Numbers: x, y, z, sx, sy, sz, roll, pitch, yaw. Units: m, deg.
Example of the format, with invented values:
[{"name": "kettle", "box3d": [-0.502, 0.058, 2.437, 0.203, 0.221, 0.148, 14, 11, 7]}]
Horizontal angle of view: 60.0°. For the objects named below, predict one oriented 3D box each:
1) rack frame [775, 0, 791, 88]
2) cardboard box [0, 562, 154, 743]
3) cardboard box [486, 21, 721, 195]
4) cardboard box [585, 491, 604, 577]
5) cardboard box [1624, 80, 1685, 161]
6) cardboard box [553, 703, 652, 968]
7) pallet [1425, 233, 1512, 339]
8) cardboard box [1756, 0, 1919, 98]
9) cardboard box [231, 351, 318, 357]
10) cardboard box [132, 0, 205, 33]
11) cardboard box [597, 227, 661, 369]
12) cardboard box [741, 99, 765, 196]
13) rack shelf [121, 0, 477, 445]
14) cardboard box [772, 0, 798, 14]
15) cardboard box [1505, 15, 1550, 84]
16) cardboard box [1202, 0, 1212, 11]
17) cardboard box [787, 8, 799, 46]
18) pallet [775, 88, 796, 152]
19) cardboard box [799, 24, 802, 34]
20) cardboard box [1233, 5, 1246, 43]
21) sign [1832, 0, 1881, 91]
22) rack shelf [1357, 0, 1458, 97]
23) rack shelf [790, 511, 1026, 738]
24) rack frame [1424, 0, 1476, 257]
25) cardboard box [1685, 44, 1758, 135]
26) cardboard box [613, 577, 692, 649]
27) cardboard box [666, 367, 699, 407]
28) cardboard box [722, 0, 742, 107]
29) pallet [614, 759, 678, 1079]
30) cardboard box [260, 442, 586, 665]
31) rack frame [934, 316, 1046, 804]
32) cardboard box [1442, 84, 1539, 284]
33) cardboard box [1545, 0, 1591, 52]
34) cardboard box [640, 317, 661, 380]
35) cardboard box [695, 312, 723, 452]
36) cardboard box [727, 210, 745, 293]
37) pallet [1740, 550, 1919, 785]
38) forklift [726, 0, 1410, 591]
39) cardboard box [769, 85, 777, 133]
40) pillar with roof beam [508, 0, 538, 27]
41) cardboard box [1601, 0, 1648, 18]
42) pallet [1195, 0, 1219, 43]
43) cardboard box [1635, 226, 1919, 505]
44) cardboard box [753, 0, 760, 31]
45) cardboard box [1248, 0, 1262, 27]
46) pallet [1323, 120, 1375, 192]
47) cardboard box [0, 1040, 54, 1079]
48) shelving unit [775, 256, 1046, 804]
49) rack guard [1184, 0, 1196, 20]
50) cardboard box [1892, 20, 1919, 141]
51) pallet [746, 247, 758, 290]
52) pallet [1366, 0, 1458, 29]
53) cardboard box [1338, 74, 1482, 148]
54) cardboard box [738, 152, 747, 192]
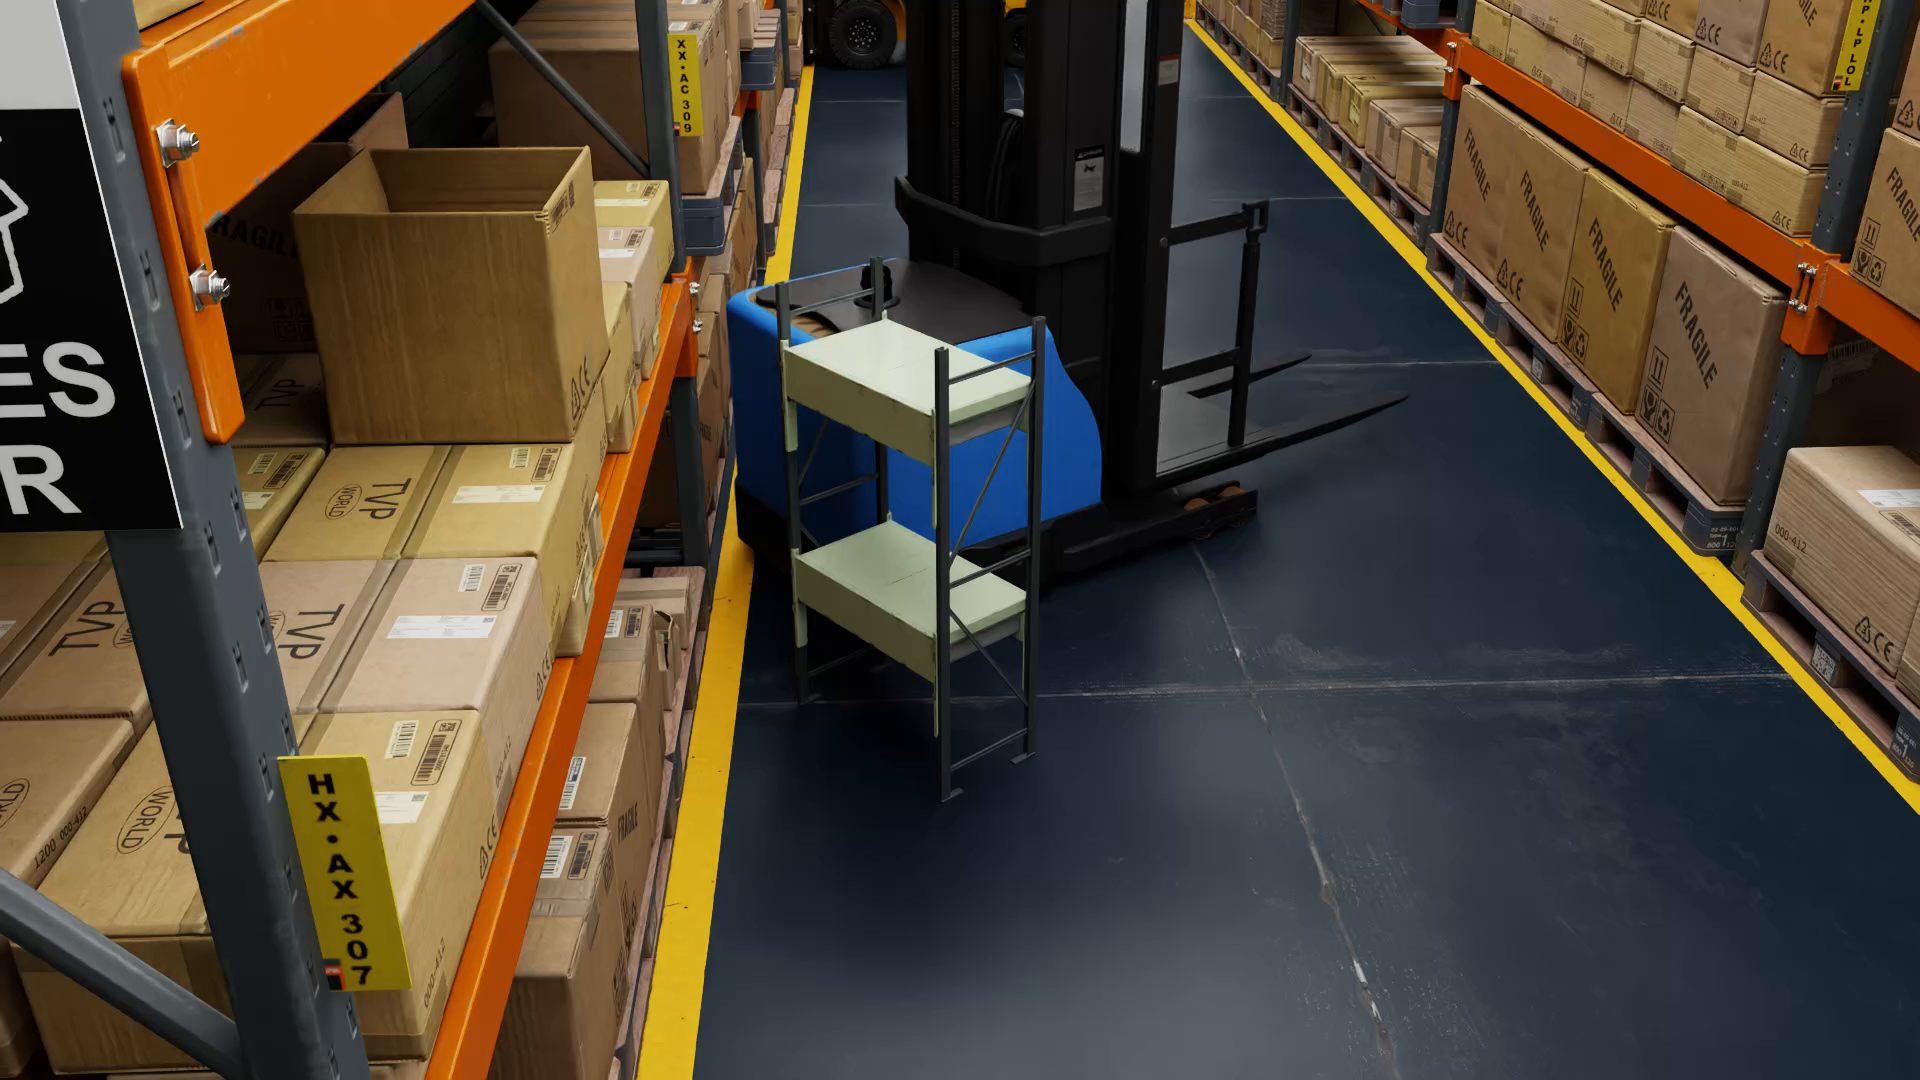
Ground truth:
[{"name": "rack frame", "box3d": [-1.853, -4.769, 12.650, 1.000, 3.000, 0.127, -1, 28, -3]}, {"name": "cardboard box", "box3d": [-1.541, 0.263, 2.842, 0.500, 0.250, 0.500, -1, 28, -2]}, {"name": "cardboard box", "box3d": [-1.237, -1.534, 5.885, 0.700, 0.500, 0.500, -1, 28, -1]}, {"name": "cardboard box", "box3d": [-1.022, 0.008, 3.762, 0.380, 0.149, 0.250, -1, 28, -1]}, {"name": "cardboard box", "box3d": [3.213, -1.799, 7.119, 0.500, 0.250, 0.500, -2, 28, -4]}, {"name": "cardboard box", "box3d": [-1.097, 0.768, 4.283, 0.500, 0.500, 0.500, -1, 28, -2]}, {"name": "pallet", "box3d": [3.278, -1.441, 9.285, 1.003, 0.211, 1.213, -1, 28, -3]}, {"name": "cardboard box", "box3d": [3.247, -1.884, 5.929, 0.500, 0.500, 0.500, -1, 28, -1]}, {"name": "cardboard box", "box3d": [-1.621, -0.435, 4.181, 0.500, 0.250, 0.500, -1, 28, -2]}, {"name": "cardboard box", "box3d": [-1.011, -0.599, 1.682, 0.380, 0.149, 0.250, -1, 28, -2]}, {"name": "cardboard box", "box3d": [-1.124, -0.680, 4.650, 0.500, 0.250, 0.500, -1, 28, -2]}, {"name": "cardboard box", "box3d": [-1.663, -2.344, 10.113, 0.875, 0.625, 0.625, -1, 28, -1]}, {"name": "rack shelf", "box3d": [-1.331, -1.162, 3.269, 1.077, 0.370, 4.000, -1, 28, -3]}, {"name": "cardboard box", "box3d": [-1.565, -4.410, 13.401, 0.500, 0.250, 0.500, -2, 28, -3]}, {"name": "cardboard box", "box3d": [3.131, -2.508, 8.477, 0.500, 0.250, 0.500, -2, 28, -4]}, {"name": "cardboard box", "box3d": [2.661, -5.326, 16.237, 0.500, 0.250, 0.500, -2, 28, -3]}, {"name": "cardboard box", "box3d": [-1.570, -4.189, 13.516, 0.500, 0.250, 0.500, -2, 28, -3]}, {"name": "pallet", "box3d": [-1.776, -3.193, 12.644, 1.003, 0.211, 1.213, -1, 28, -3]}, {"name": "cardboard box", "box3d": [-1.590, -4.202, 14.082, 0.500, 0.250, 0.500, -2, 28, -4]}, {"name": "cardboard box", "box3d": [2.744, -4.605, 14.855, 0.500, 0.250, 0.500, -1, 28, -2]}, {"name": "sign", "box3d": [2.980, -1.657, 5.517, 0.100, 0.325, 0.005, -1, 28, -3]}, {"name": "rack shelf", "box3d": [3.208, -3.648, 11.279, 1.077, 0.370, 4.000, -1, 28, -3]}, {"name": "rack shelf", "box3d": [-0.155, 0.254, 5.347, 0.431, 0.370, 0.720, -22, 35, -36]}, {"name": "rack frame", "box3d": [3.312, -3.043, 9.342, 1.000, 3.000, 0.127, -1, 28, -3]}, {"name": "cardboard box", "box3d": [3.222, -1.780, 6.540, 0.500, 0.250, 0.500, -1, 28, -1]}, {"name": "cardboard box", "box3d": [-1.113, 0.253, 5.649, 0.380, 0.149, 0.250, -2, 28, -4]}, {"name": "cardboard box", "box3d": [-1.189, -0.612, 6.228, 0.380, 0.149, 0.250, 0, 28, 0]}, {"name": "cardboard box", "box3d": [-1.305, -2.136, 7.039, 0.700, 0.500, 0.500, -2, 28, -3]}, {"name": "pallet", "box3d": [-1.334, 1.044, 4.521, 1.003, 0.211, 1.213, -1, 28, -3]}, {"name": "cardboard box", "box3d": [-1.038, 0.024, 3.300, 0.500, 0.250, 0.500, -2, 28, -4]}, {"name": "rack frame", "box3d": [0.087, 0.091, 4.953, 0.400, 1.500, 0.023, -22, 35, -36]}, {"name": "cardboard box", "box3d": [3.265, -1.967, 9.120, 0.875, 0.875, 0.875, -2, 28, -3]}, {"name": "cardboard box", "box3d": [3.132, -2.489, 7.901, 0.500, 0.250, 0.500, -1, 28, -3]}, {"name": "cardboard box", "box3d": [-1.094, -0.583, 4.896, 0.380, 0.149, 0.250, -1, 28, -1]}, {"name": "cardboard box", "box3d": [-1.274, -0.627, 6.957, 0.500, 0.500, 0.500, -2, 28, -3]}, {"name": "cardboard box", "box3d": [-1.362, -1.337, 8.318, 0.500, 0.500, 0.500, 0, 28, 0]}, {"name": "pallet", "box3d": [3.483, 0.393, 5.768, 1.003, 0.211, 1.213, -1, 28, -3]}, {"name": "forklift", "box3d": [0.610, -1.481, 6.421, 3.031, 2.935, 1.130, -18, 33, -31]}, {"name": "cardboard box", "box3d": [-1.782, -3.303, 11.953, 0.875, 0.625, 0.625, -2, 28, -3]}, {"name": "pillar with roof beam", "box3d": [1.687, -6.266, 9.033, 9.100, 9.000, 0.400, -1, 28, -3]}, {"name": "cardboard box", "box3d": [3.164, -2.596, 7.295, 0.500, 0.500, 0.500, -1, 28, -2]}, {"name": "pallet", "box3d": [2.906, -5.090, 16.282, 1.003, 0.211, 1.213, -1, 28, -3]}, {"name": "cardboard box", "box3d": [3.409, -0.725, 6.739, 0.875, 0.875, 0.875, -1, 28, -1]}, {"name": "cardboard box", "box3d": [-1.227, -2.703, 8.506, 0.380, 0.149, 0.250, -1, 28, -2]}, {"name": "cardboard box", "box3d": [2.776, -4.692, 14.210, 0.500, 0.500, 0.500, -1, 28, -2]}, {"name": "pallet", "box3d": [3.212, -2.730, 11.756, 1.003, 0.211, 1.213, -1, 28, -3]}, {"name": "cardboard box", "box3d": [-1.512, 0.737, 2.364, 0.380, 0.149, 0.250, -2, 28, -3]}, {"name": "shelving unit", "box3d": [-0.155, -0.036, 5.196, 0.431, 1.500, 0.755, -22, 35, -36]}, {"name": "rack guard", "box3d": [2.899, -5.595, 16.936, 1.175, 0.500, 0.348, -1, 28, -3]}, {"name": "cardboard box", "box3d": [3.304, -1.458, 5.113, 0.500, 0.500, 0.500, -1, 28, -2]}, {"name": "pallet", "box3d": [-1.643, -1.340, 9.090, 1.003, 0.211, 1.213, -1, 28, -3]}, {"name": "pallet", "box3d": [3.169, -3.285, 10.012, 1.213, 0.211, 1.003, -1, 28, -3]}, {"name": "cardboard box", "box3d": [3.212, -3.017, 11.678, 0.950, 0.372, 0.625, 0, 28, -1]}, {"name": "cardboard box", "box3d": [-1.320, -1.940, 8.774, 0.380, 0.149, 0.250, -3, 28, -5]}]
